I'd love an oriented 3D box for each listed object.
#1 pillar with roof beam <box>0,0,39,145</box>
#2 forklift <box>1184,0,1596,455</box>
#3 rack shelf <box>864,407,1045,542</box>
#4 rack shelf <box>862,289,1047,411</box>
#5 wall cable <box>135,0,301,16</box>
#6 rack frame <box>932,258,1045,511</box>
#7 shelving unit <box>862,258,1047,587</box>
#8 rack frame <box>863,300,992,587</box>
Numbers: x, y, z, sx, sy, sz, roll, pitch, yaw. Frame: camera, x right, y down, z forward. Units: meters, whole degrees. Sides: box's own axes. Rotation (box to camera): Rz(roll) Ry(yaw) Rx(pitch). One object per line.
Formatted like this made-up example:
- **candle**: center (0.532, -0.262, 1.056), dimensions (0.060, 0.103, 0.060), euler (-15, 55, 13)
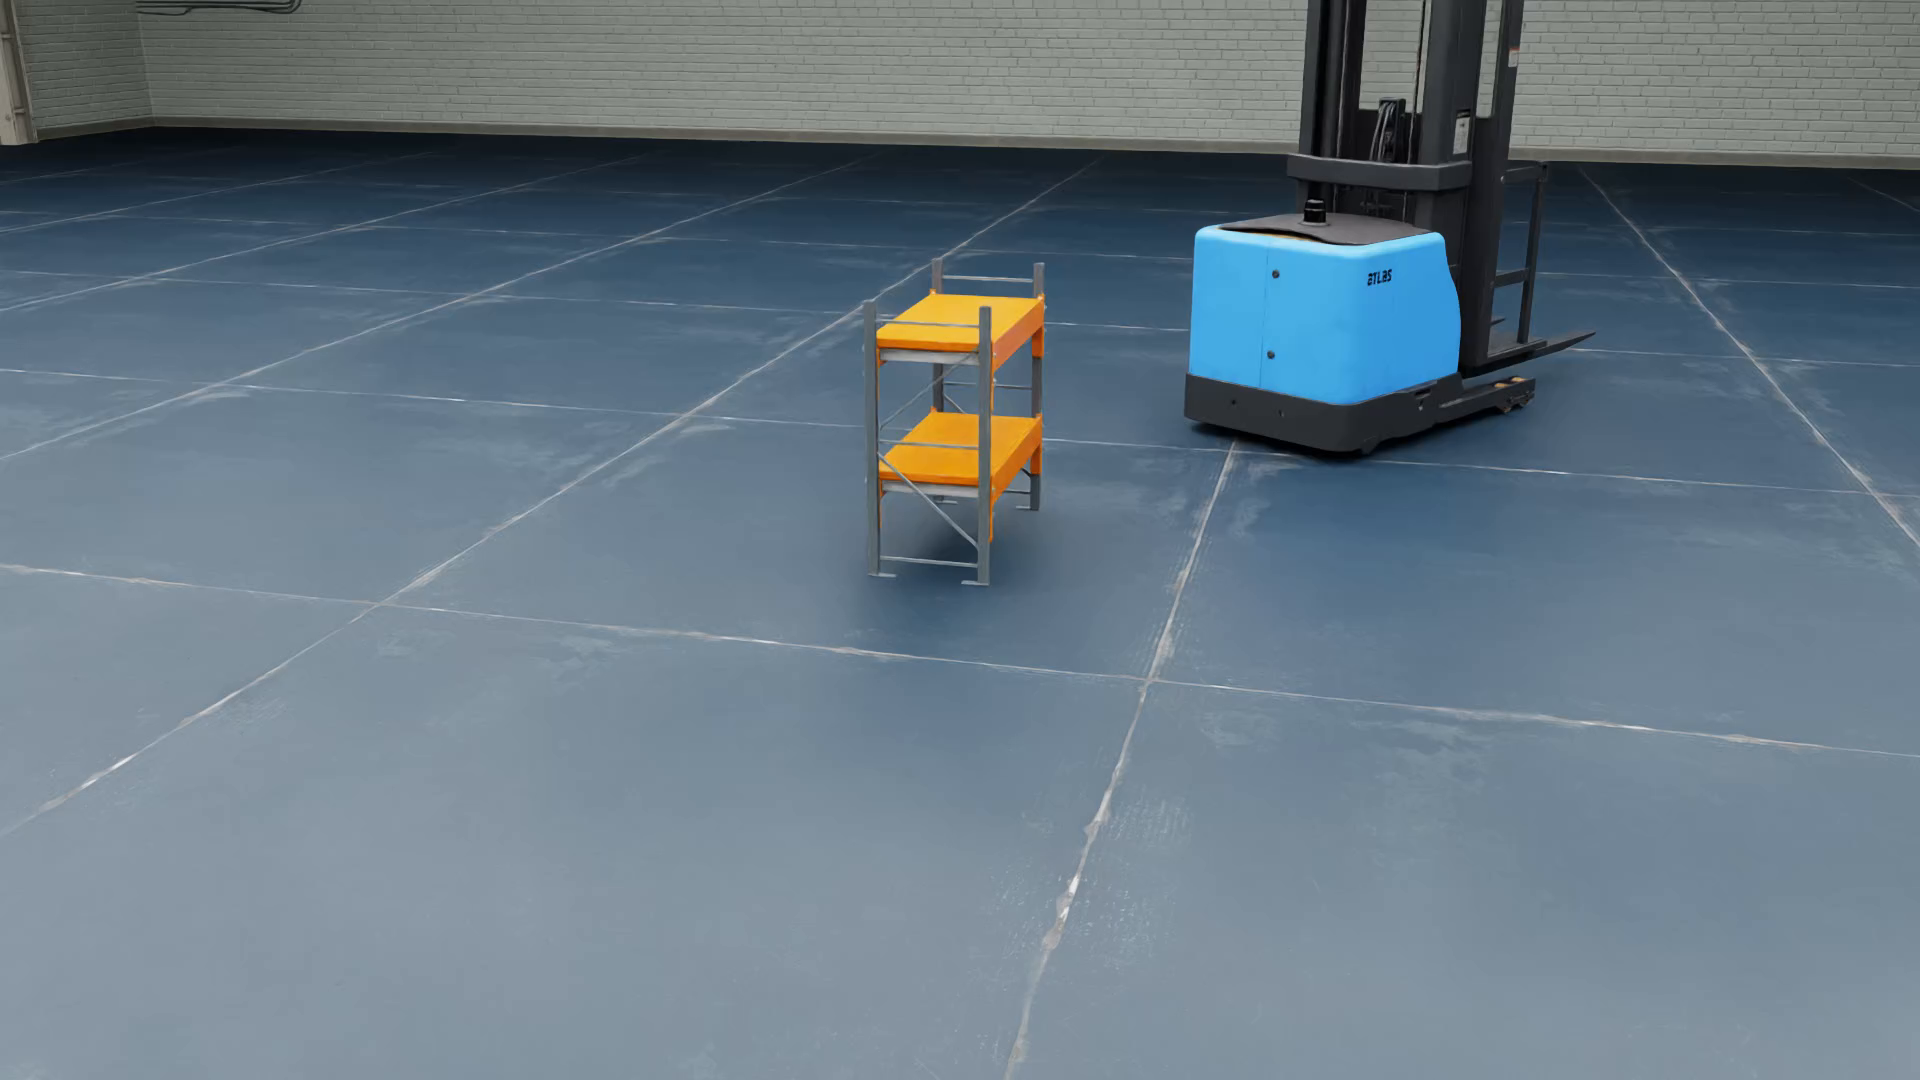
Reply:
- **pillar with roof beam**: center (-9.267, -9.581, 21.315), dimensions (9.100, 9.000, 0.400), euler (5, 19, 13)
- **forklift**: center (2.610, -2.203, 9.102), dimensions (3.031, 2.935, 1.130), euler (-17, 25, -41)
- **rack shelf**: center (-0.002, -0.299, 7.079), dimensions (0.538, 0.278, 1.000), euler (5, 19, 13)
- **rack shelf**: center (-0.002, -0.807, 6.905), dimensions (0.538, 0.278, 1.000), euler (5, 19, 13)
- **wall cable**: center (-11.439, -9.270, 25.210), dimensions (3.097, 2.526, 0.112), euler (5, 19, 13)
- **rack frame**: center (0.123, -0.690, 7.466), dimensions (0.500, 1.125, 0.032), euler (5, 19, 13)
- **shelving unit**: center (-0.002, -0.530, 7.000), dimensions (0.538, 1.125, 1.048), euler (5, 19, 13)
- **rack frame**: center (-0.126, -0.371, 6.533), dimensions (0.500, 1.125, 0.032), euler (5, 19, 13)
